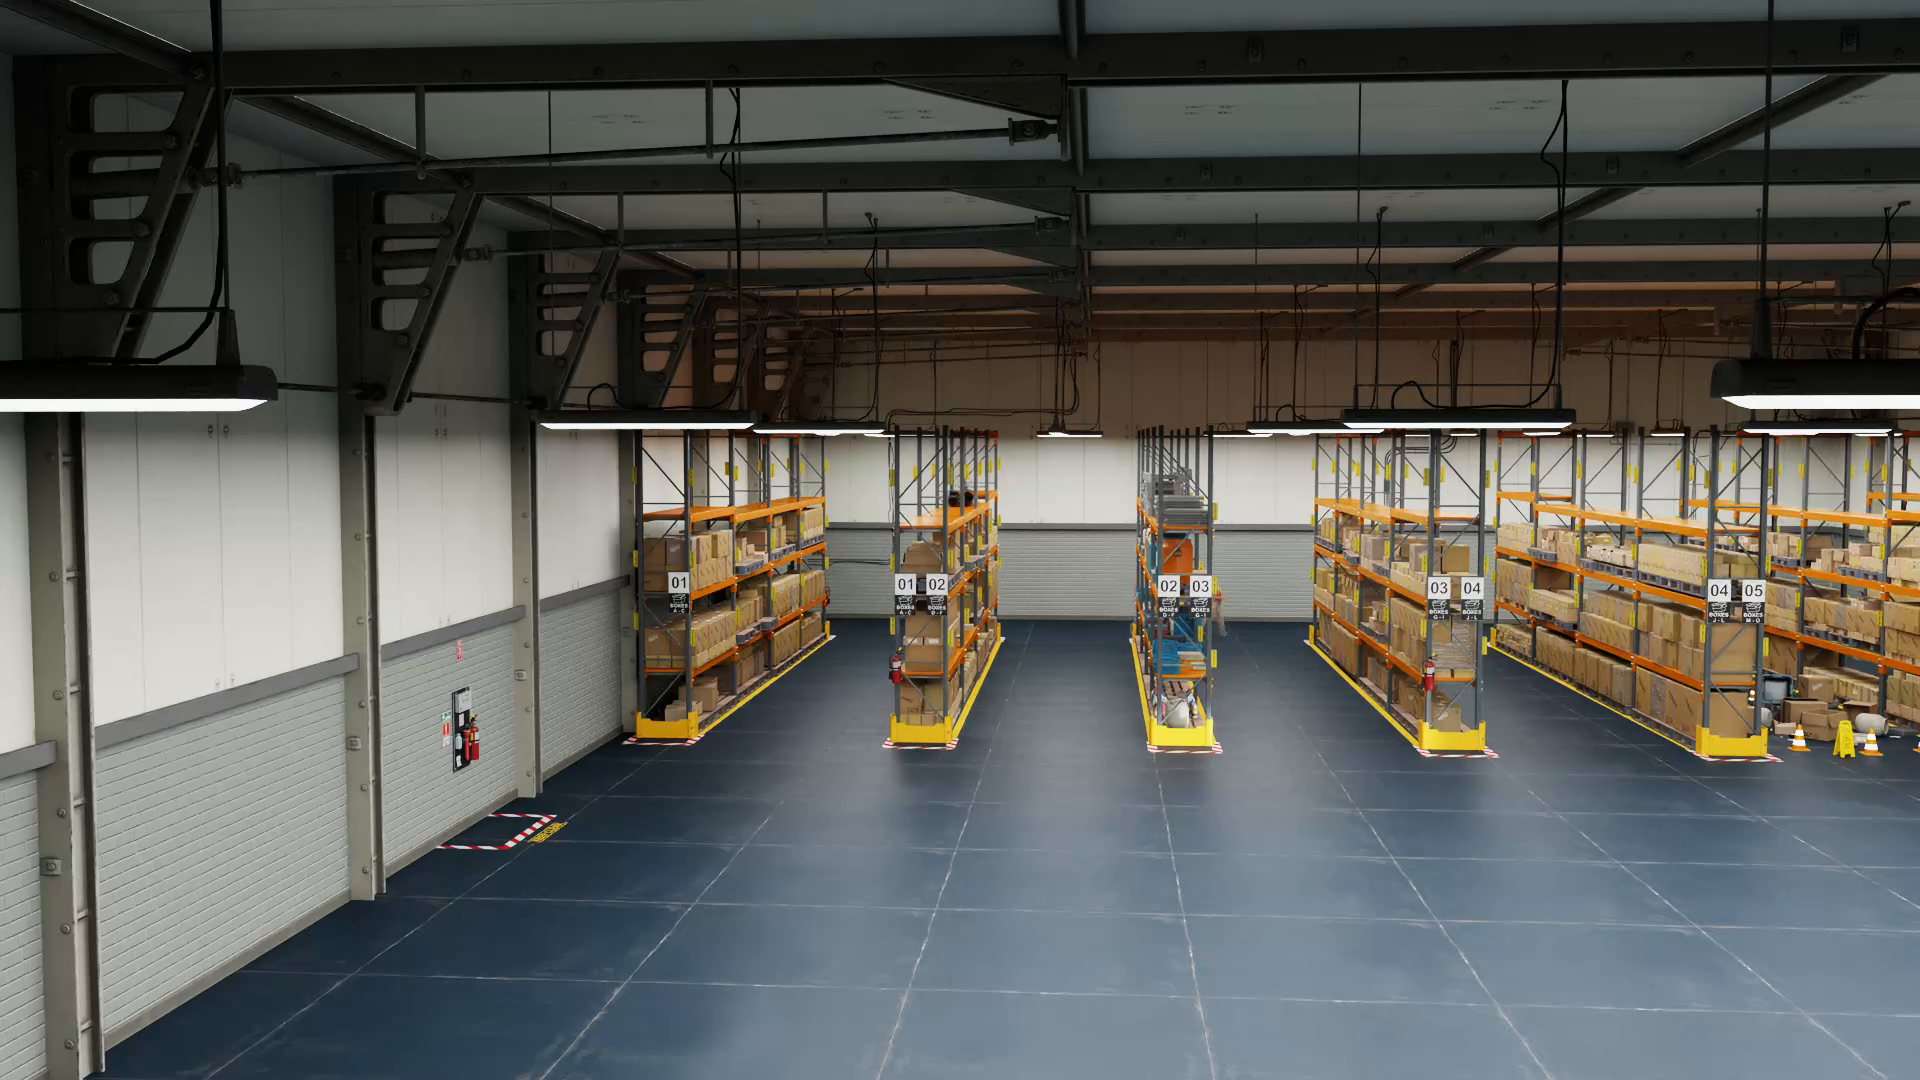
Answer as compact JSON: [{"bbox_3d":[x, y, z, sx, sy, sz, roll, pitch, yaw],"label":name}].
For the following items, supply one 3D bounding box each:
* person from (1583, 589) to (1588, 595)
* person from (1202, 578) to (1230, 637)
[{"bbox_3d":[16.896,2.176,45.044,0.601,1.674,0.700,0,3,3],"label":"person"},{"bbox_3d":[7.424,1.949,48.552,0.925,1.770,0.667,1,4,15],"label":"person"}]
